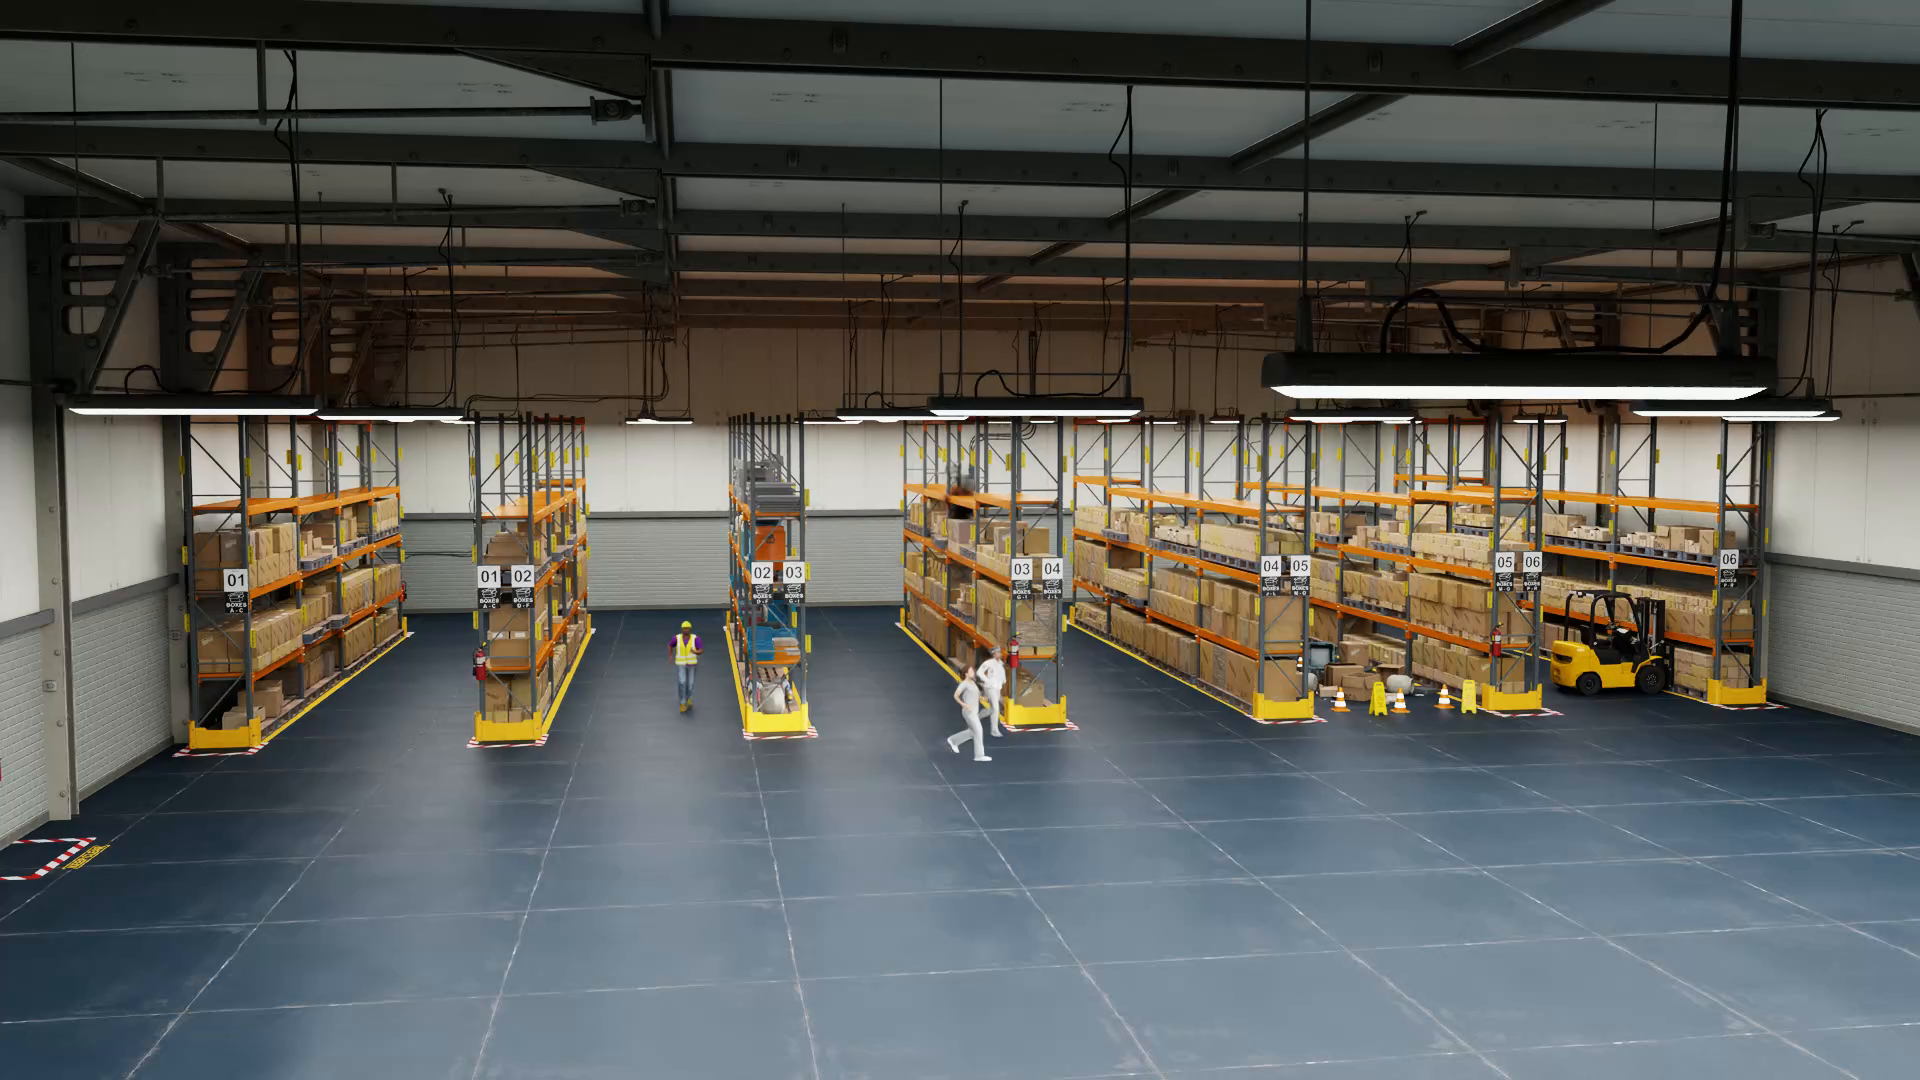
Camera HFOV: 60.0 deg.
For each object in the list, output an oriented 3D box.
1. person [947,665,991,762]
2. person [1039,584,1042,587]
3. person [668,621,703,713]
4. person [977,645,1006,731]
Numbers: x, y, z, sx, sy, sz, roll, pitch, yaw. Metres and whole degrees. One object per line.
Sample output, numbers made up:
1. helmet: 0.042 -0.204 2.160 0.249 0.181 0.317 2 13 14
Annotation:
1. person: 0.143 2.959 28.521 0.859 1.639 0.577 2 4 24
2. person: 2.168 1.827 44.251 0.696 1.763 0.941 -1 4 -14
3. person: -5.538 2.551 33.640 0.674 1.828 0.782 -1 4 -15
4. person: 0.582 2.746 31.138 0.635 1.587 0.659 4 5 43
